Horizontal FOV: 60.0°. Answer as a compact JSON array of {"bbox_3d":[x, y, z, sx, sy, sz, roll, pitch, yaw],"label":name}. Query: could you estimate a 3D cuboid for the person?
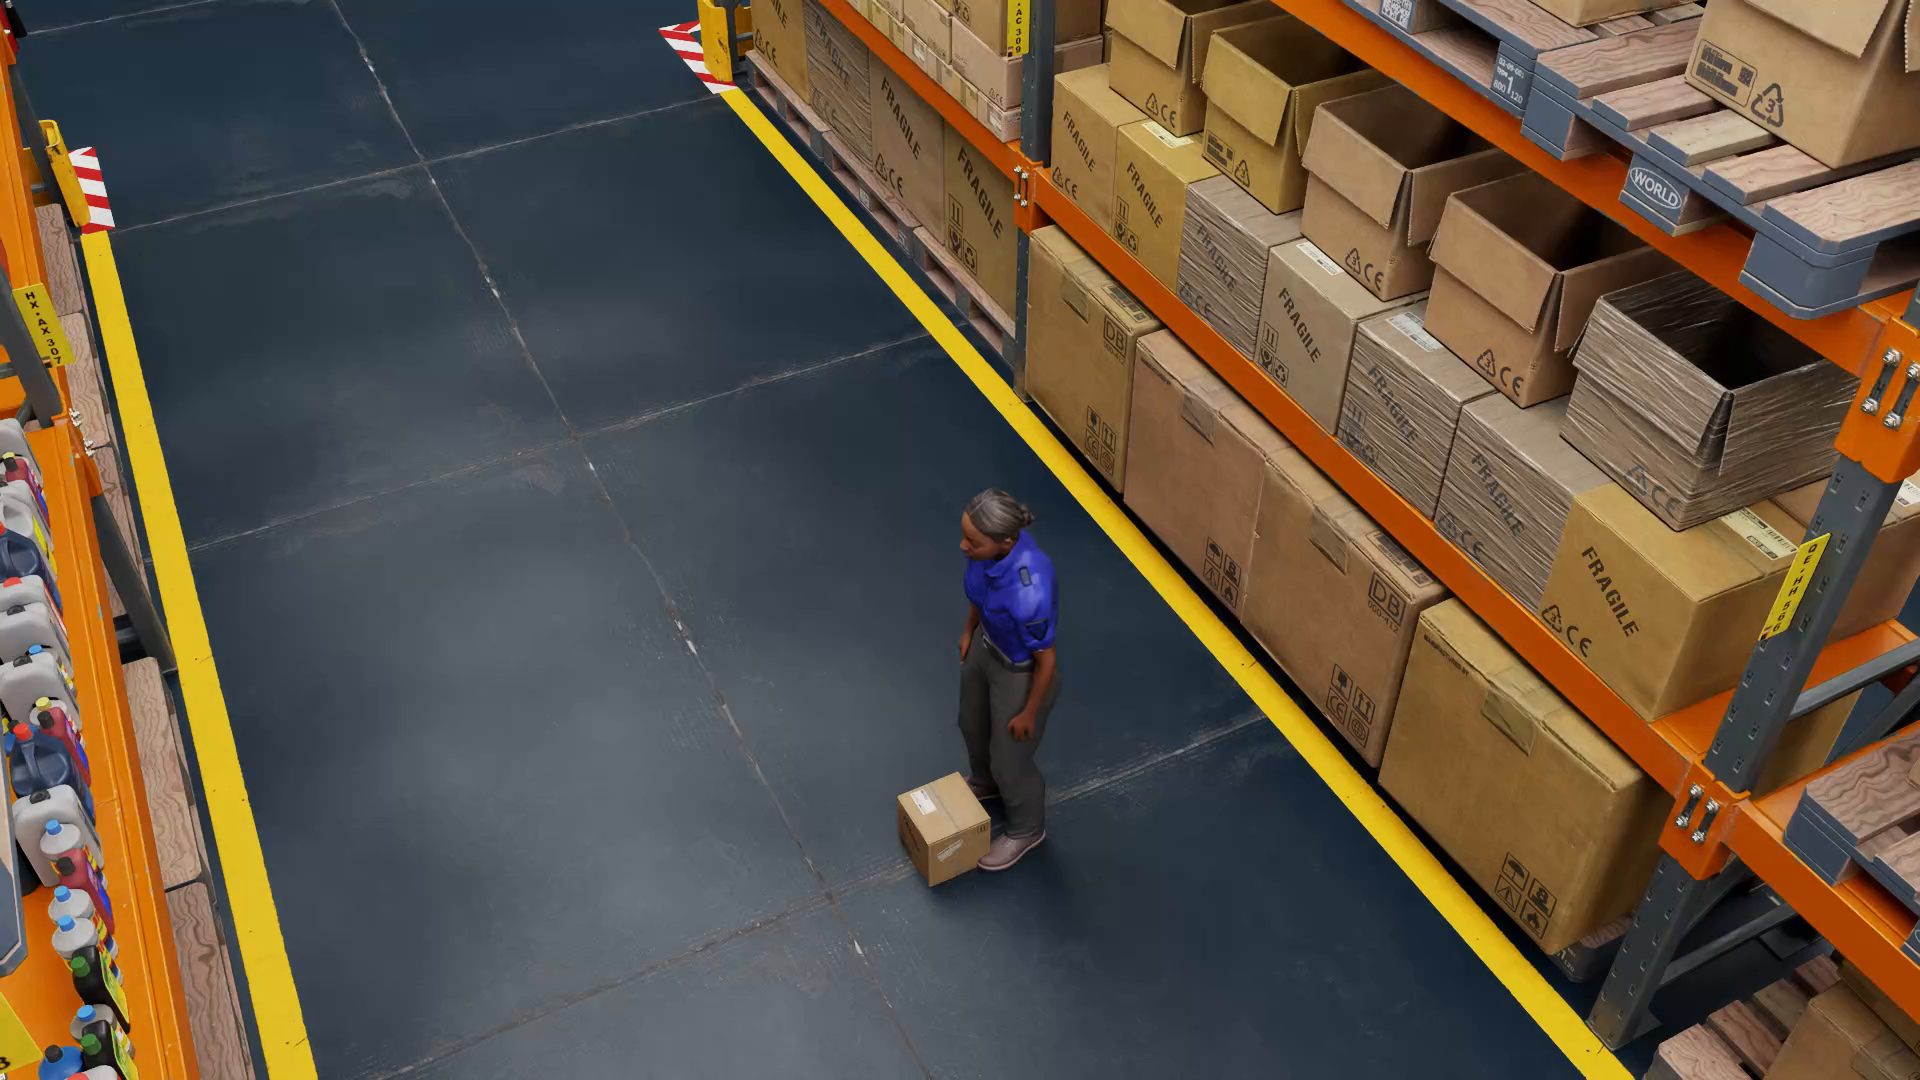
[{"bbox_3d":[0.145,0.447,5.658,0.349,1.654,0.504,-18,45,-19],"label":"person"}]
